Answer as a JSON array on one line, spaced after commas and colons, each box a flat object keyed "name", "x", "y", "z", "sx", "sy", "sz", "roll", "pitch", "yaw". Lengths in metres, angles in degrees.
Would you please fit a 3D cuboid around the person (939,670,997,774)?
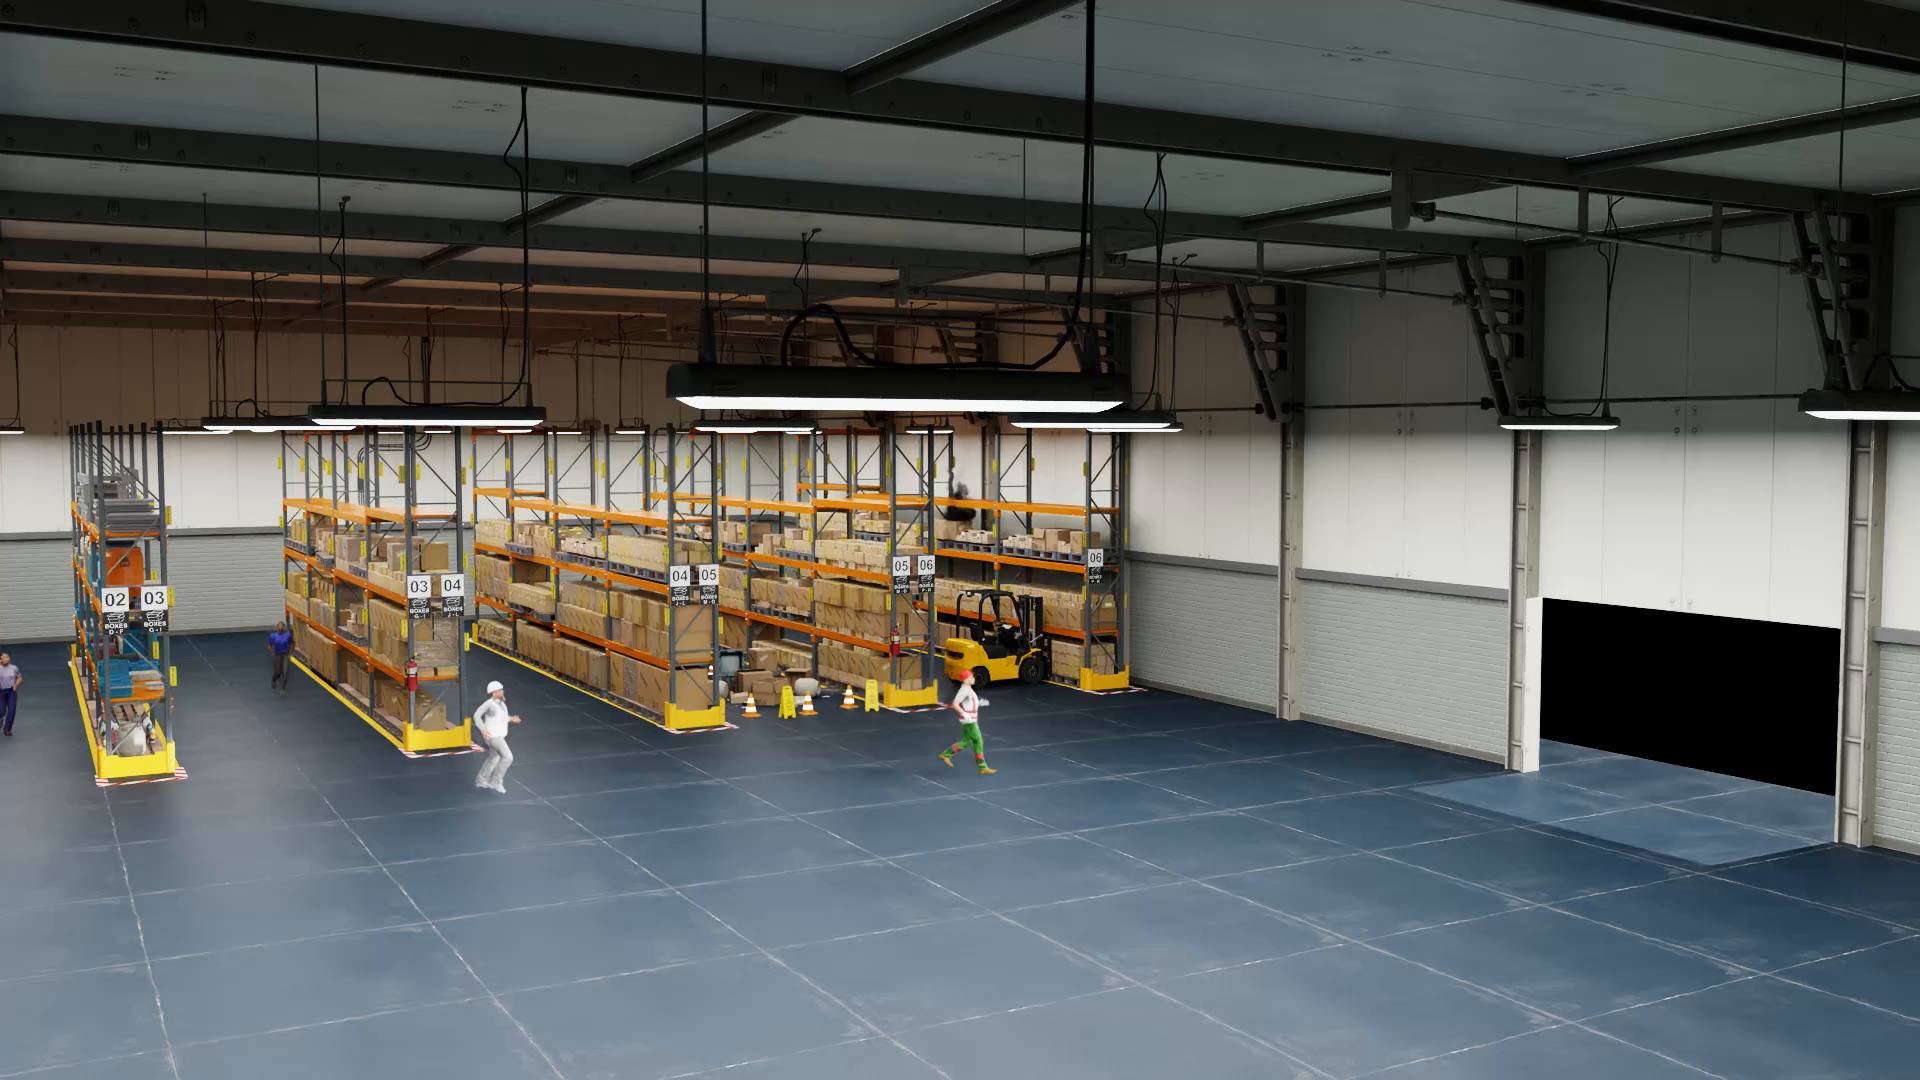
[{"name": "person", "x": 0.132, "y": 3.076, "z": 28.197, "sx": 0.981, "sy": 1.768, "sz": 0.665, "roll": 0, "pitch": 4, "yaw": 2}]

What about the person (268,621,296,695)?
[{"name": "person", "x": -15.162, "y": 2.628, "z": 37.197, "sx": 0.574, "sy": 1.629, "sz": 0.605, "roll": -2, "pitch": 4, "yaw": -29}]

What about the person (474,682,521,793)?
[{"name": "person", "x": -7.494, "y": 3.191, "z": 26.898, "sx": 0.746, "sy": 1.813, "sz": 0.647, "roll": 0, "pitch": 4, "yaw": 0}]

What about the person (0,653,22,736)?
[{"name": "person", "x": -18.306, "y": 2.956, "z": 31.891, "sx": 0.607, "sy": 1.593, "sz": 0.551, "roll": -3, "pitch": 5, "yaw": -40}]
